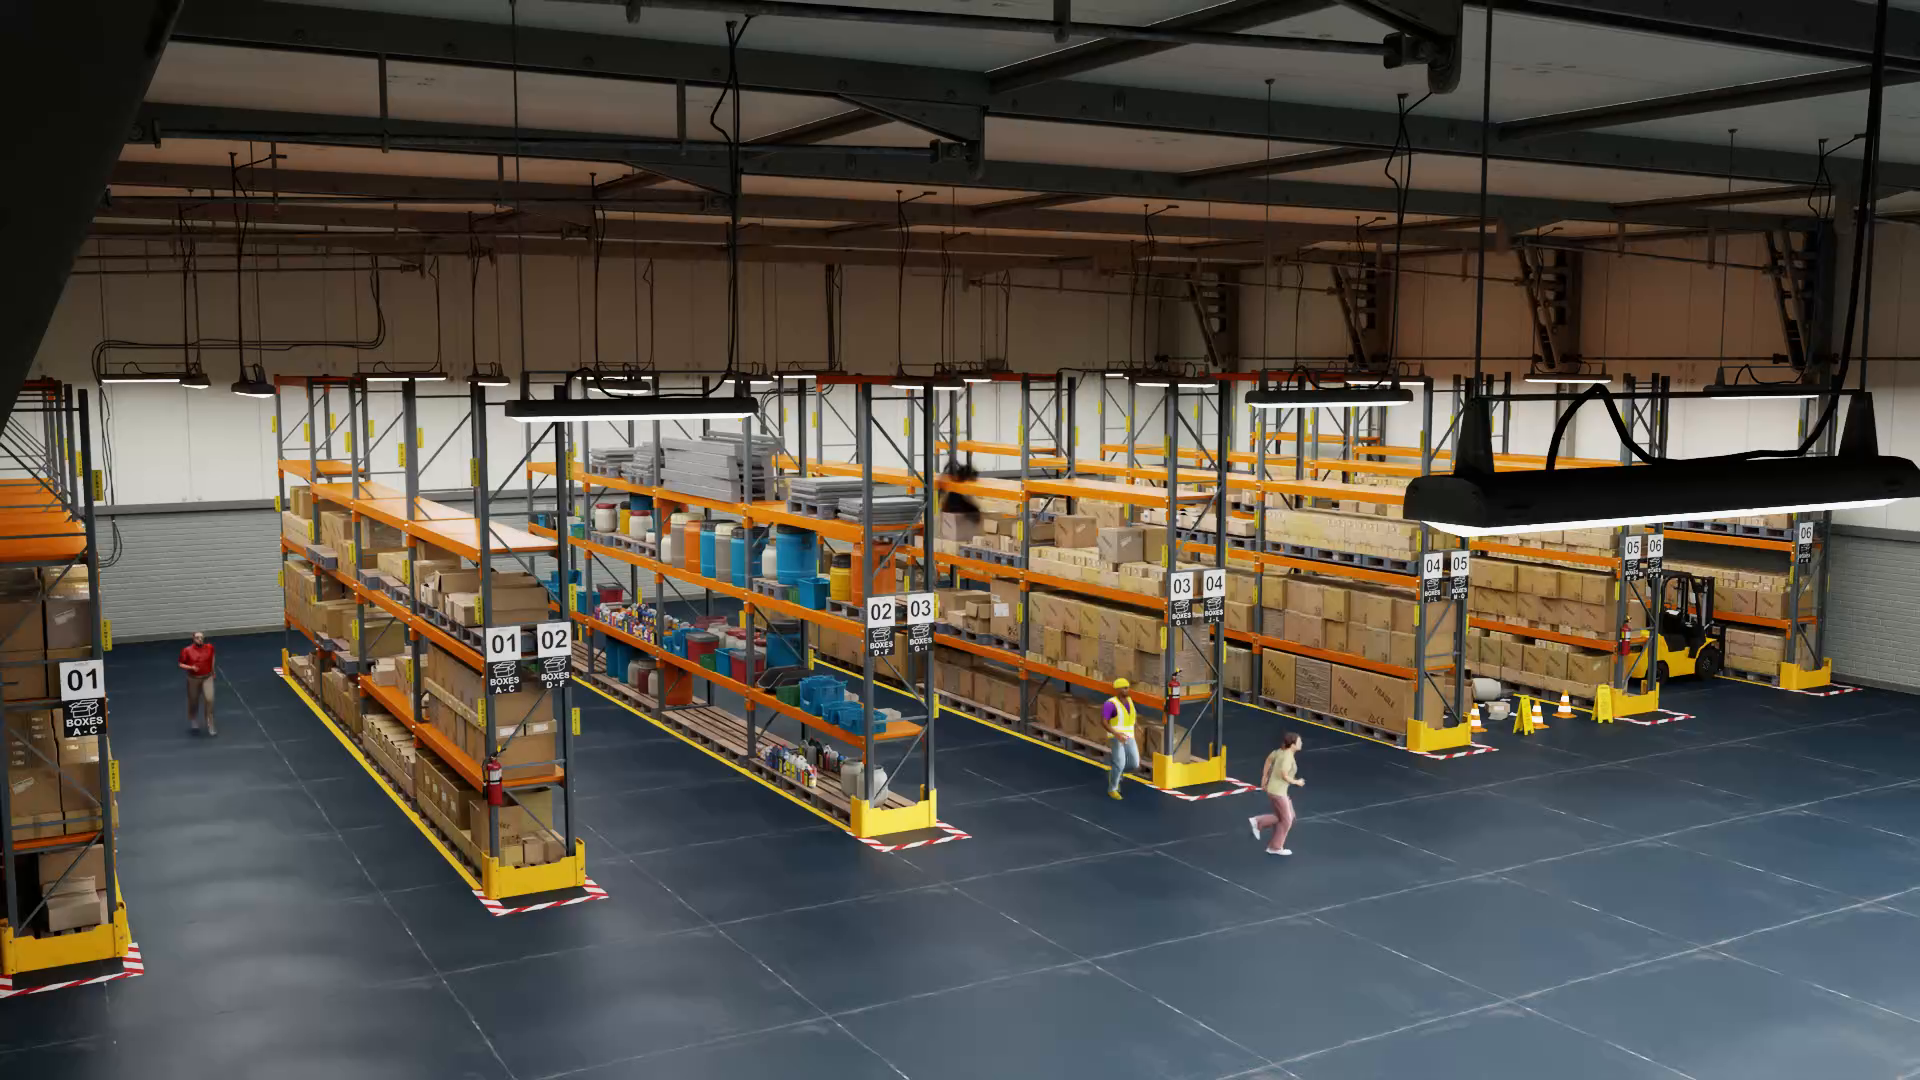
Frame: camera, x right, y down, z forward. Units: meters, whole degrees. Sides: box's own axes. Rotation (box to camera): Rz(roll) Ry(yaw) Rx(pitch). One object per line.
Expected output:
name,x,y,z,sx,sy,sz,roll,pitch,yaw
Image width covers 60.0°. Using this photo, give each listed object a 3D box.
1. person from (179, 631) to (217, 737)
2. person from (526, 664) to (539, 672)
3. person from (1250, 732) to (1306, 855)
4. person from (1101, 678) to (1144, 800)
person,-12.866,2.400,28.106,0.608,1.767,0.909,-4,7,-33
person,-7.654,2.180,29.825,0.630,1.843,0.736,-4,7,-33
person,4.054,3.232,21.178,0.677,1.602,0.562,1,6,8
person,2.360,2.859,24.033,0.741,1.729,0.495,-5,8,-38
